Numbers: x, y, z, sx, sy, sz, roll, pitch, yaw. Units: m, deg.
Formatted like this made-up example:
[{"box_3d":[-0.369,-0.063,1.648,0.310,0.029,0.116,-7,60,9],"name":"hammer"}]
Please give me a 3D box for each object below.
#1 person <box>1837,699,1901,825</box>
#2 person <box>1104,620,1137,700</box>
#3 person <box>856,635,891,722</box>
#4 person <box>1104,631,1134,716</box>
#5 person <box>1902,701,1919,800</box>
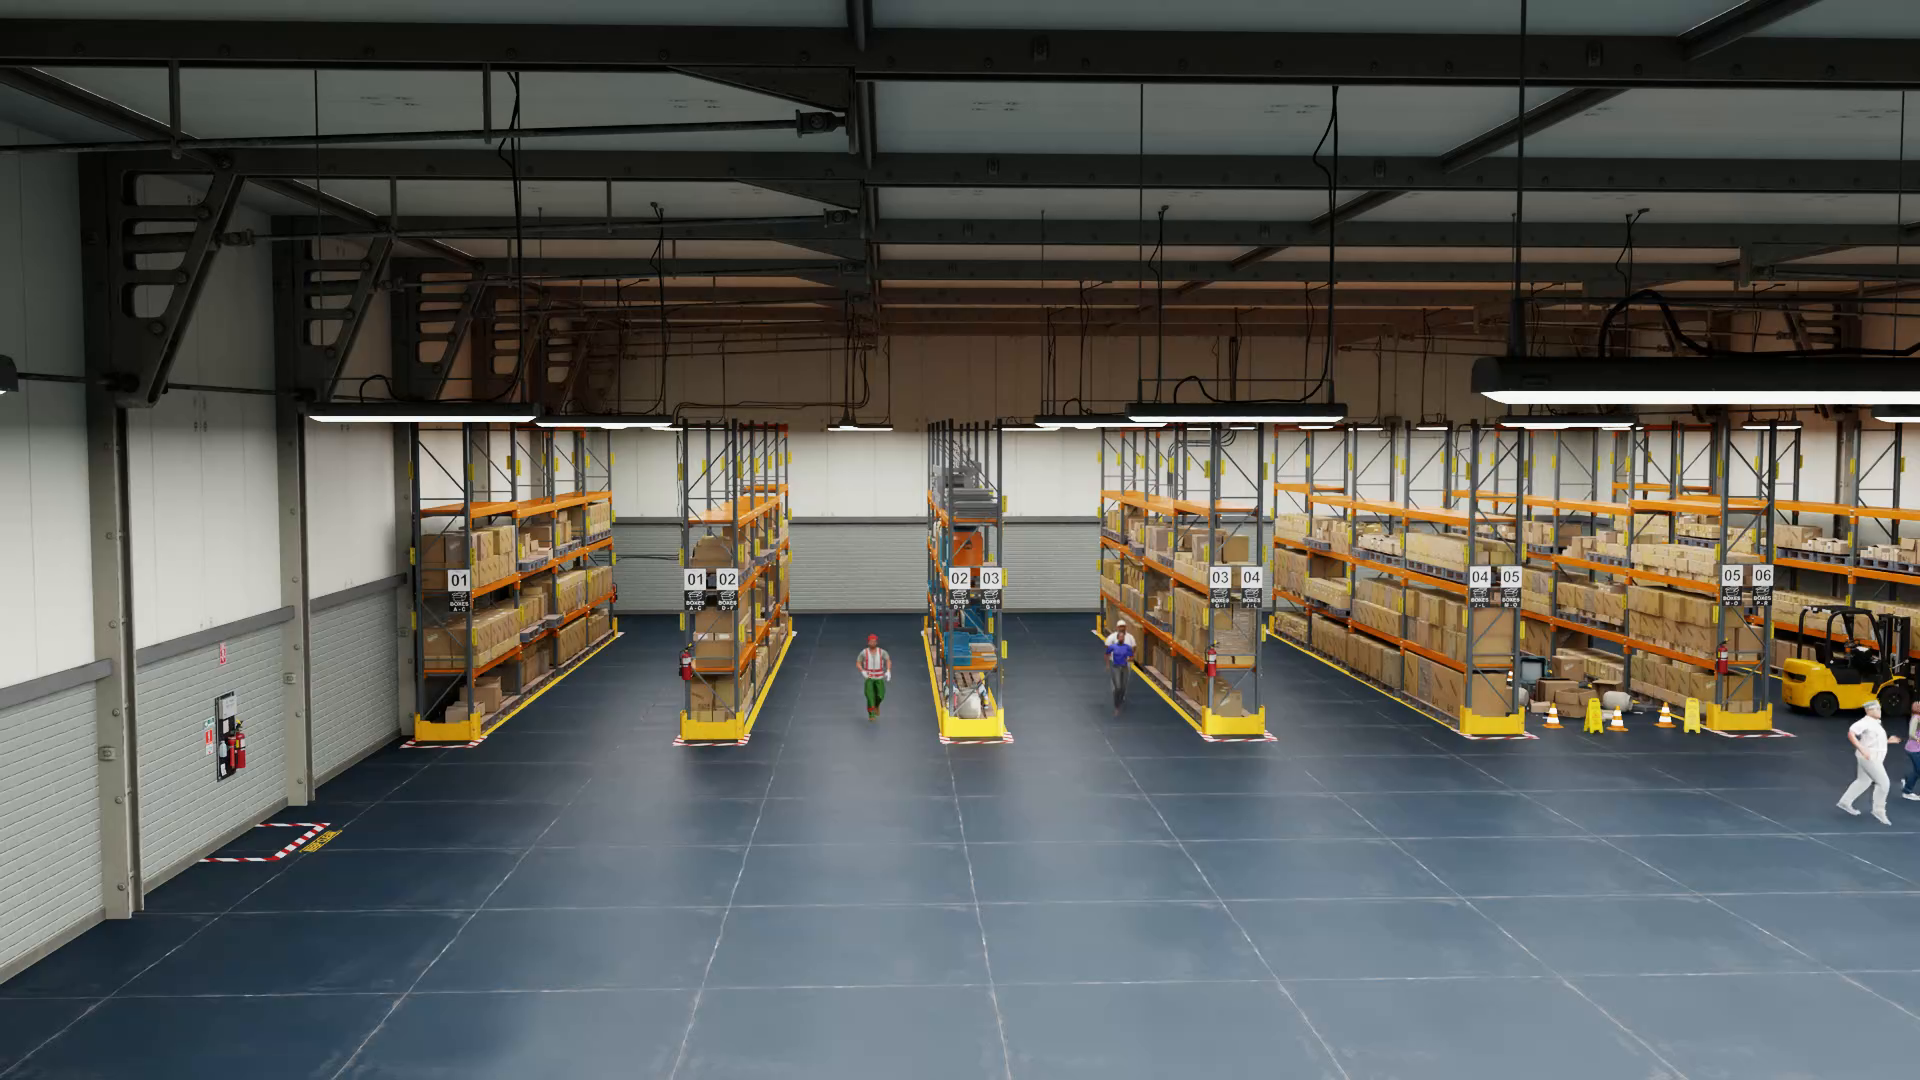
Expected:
[{"box_3d":[13.467,3.272,24.609,0.786,1.854,0.642,2,4,33],"name":"person"},{"box_3d":[3.467,2.578,35.725,0.701,1.715,0.587,-1,4,-8],"name":"person"},{"box_3d":[-1.706,2.740,32.943,0.707,1.742,0.624,-1,4,-11],"name":"person"},{"box_3d":[3.264,2.732,33.962,0.549,1.708,0.766,-1,4,-13],"name":"person"},{"box_3d":[14.933,3.278,25.871,0.540,1.561,0.520,-4,5,-44],"name":"person"}]
